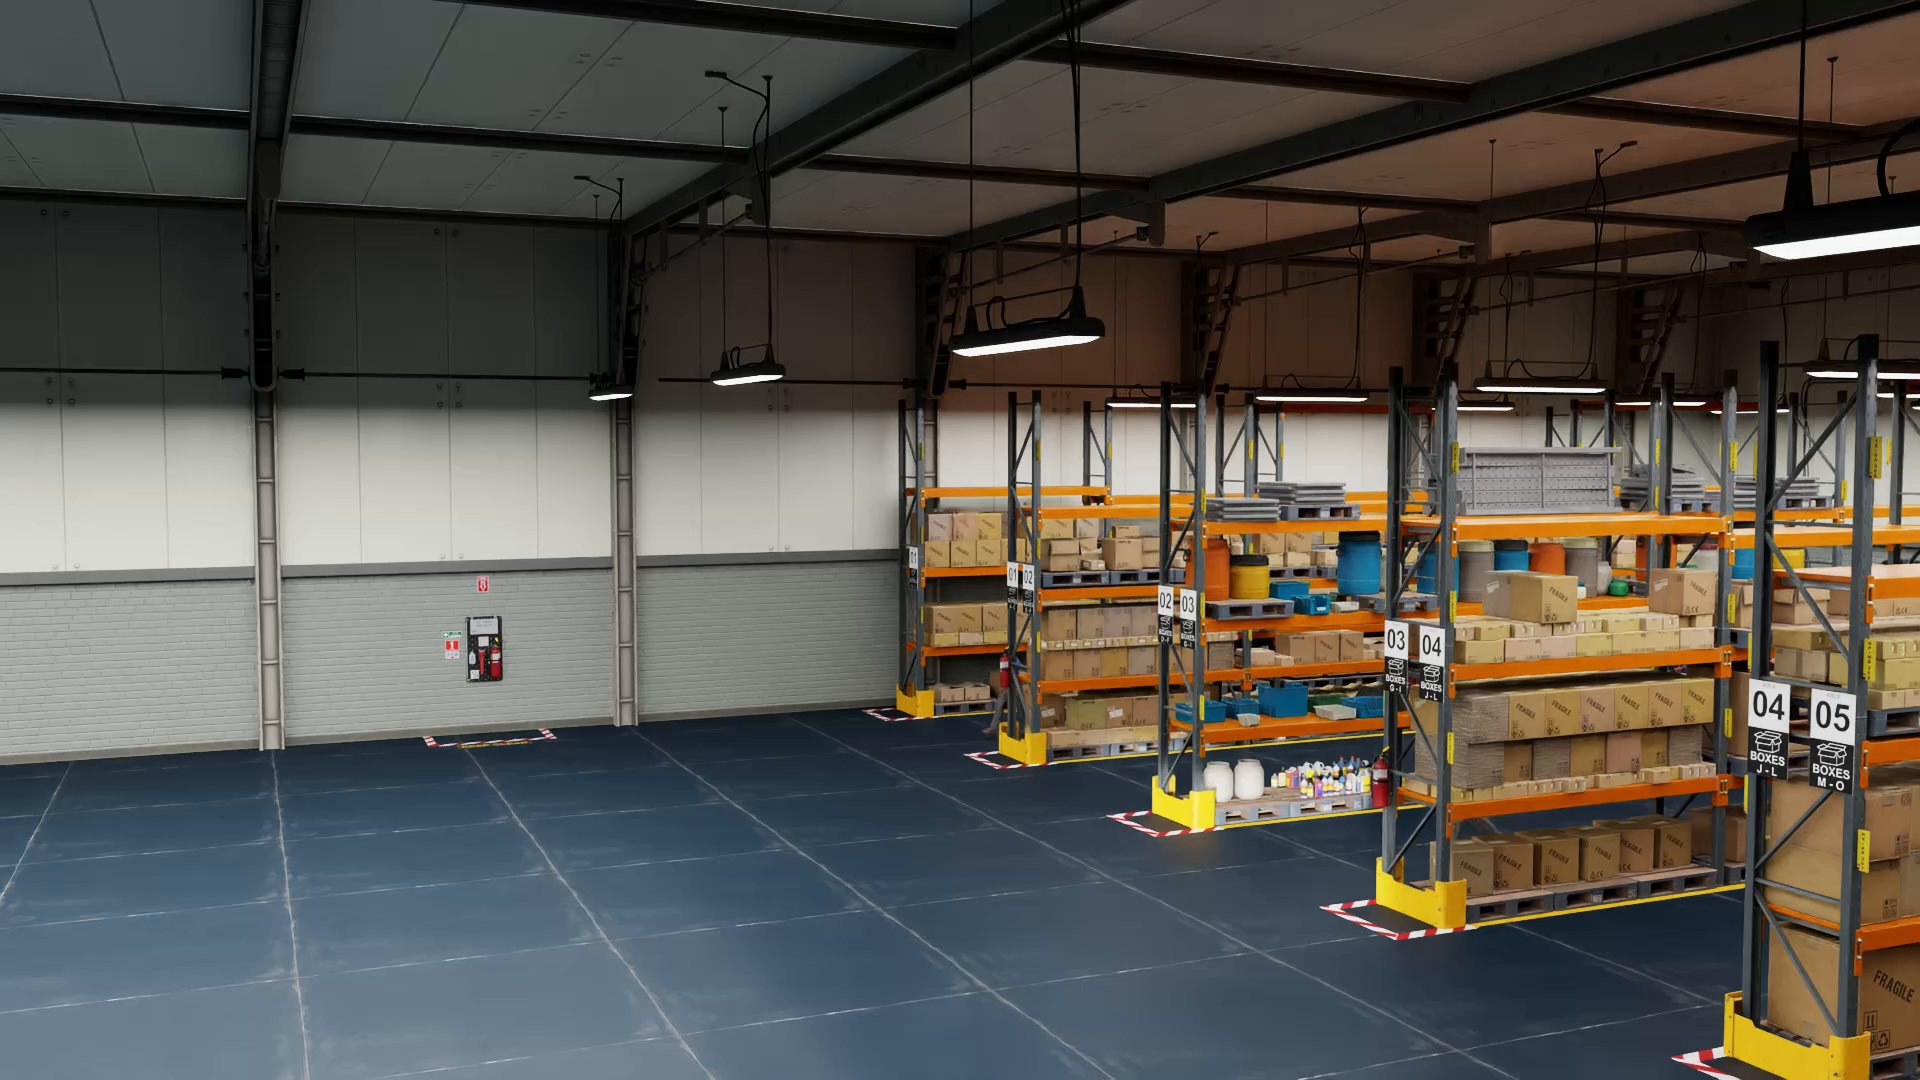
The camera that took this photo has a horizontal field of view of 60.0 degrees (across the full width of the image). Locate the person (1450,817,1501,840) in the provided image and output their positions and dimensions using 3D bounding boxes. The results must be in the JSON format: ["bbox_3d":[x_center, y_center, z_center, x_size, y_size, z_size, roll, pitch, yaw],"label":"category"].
[{"bbox_3d":[6.303,3.090,20.589,1.075,1.723,0.601,0,3,-6],"label":"person"}]

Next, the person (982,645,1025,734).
[{"bbox_3d":[0.859,2.623,29.291,1.002,1.602,0.464,-2,4,-33],"label":"person"}]
